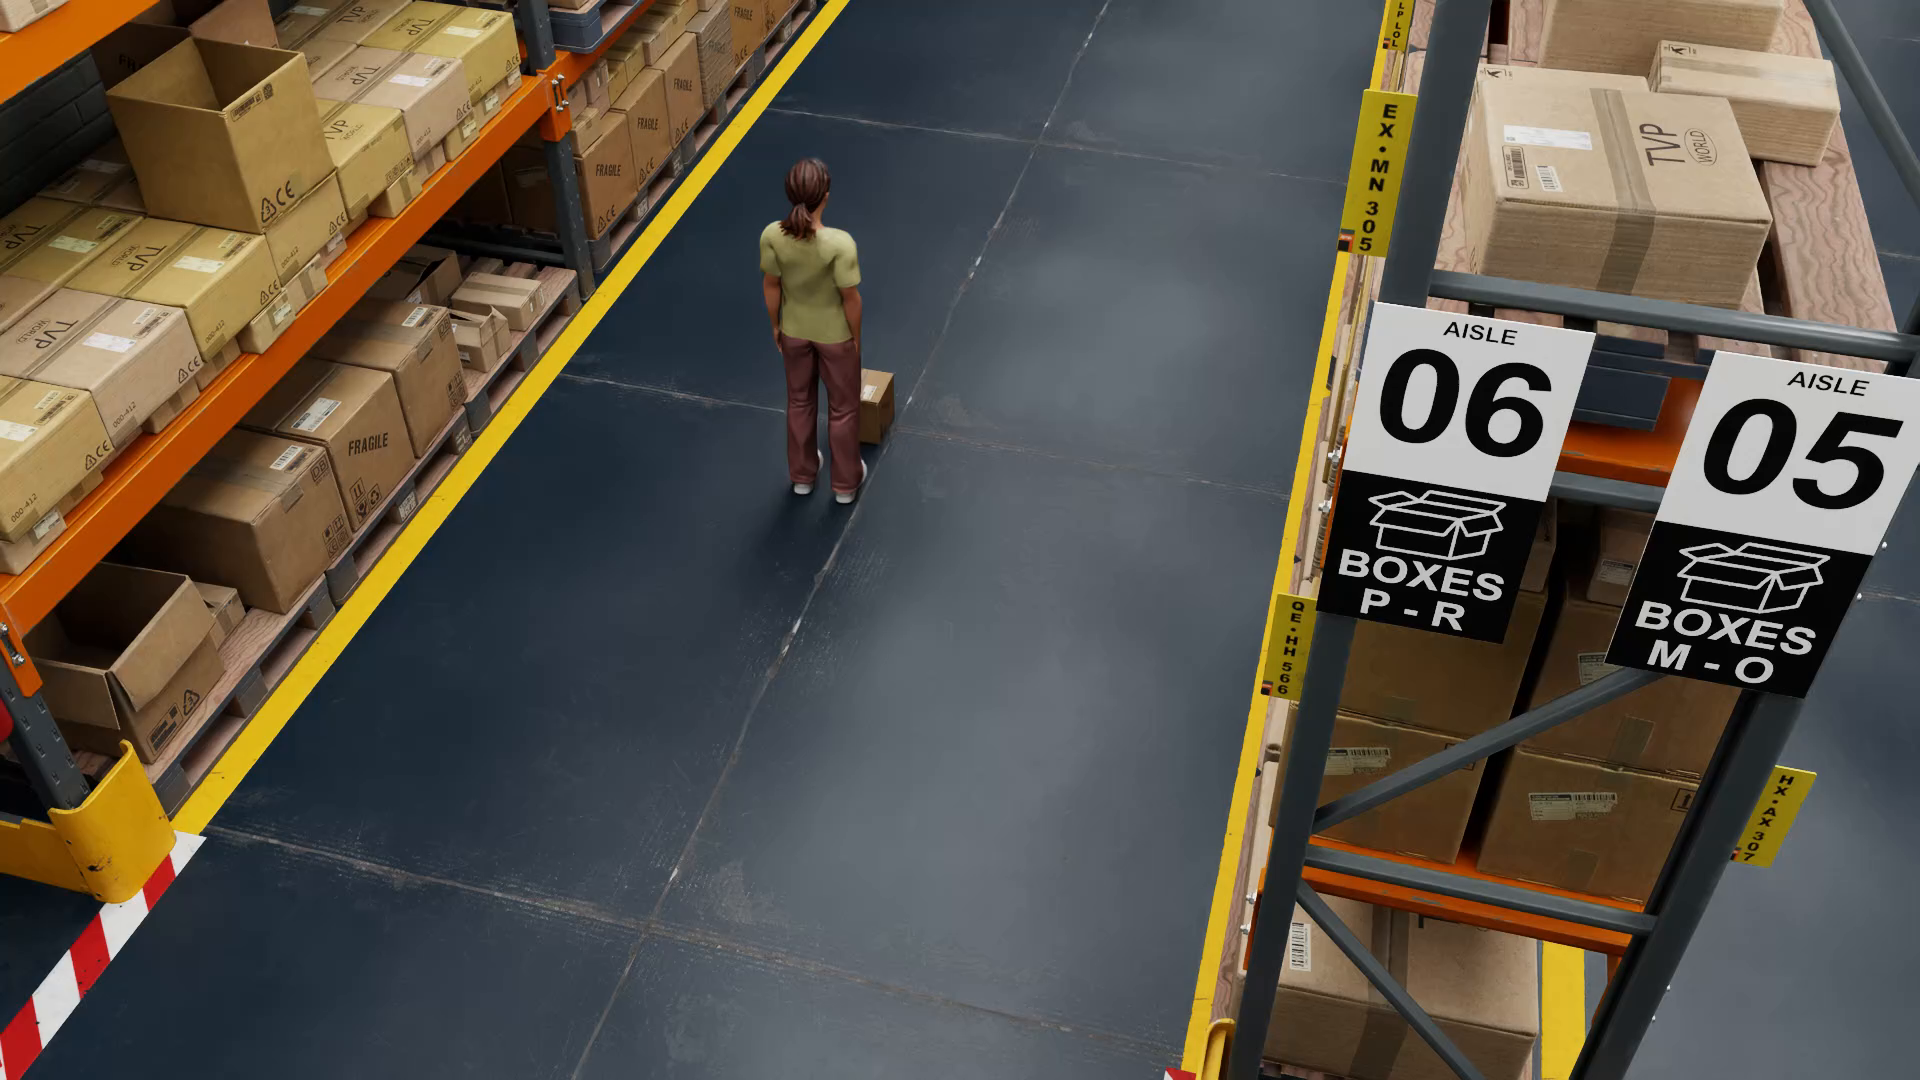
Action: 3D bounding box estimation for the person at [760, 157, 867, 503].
[{"bbox_3d":[-0.607,-0.884,7.169,0.441,1.680,0.383,11,42,12],"label":"person"}]
